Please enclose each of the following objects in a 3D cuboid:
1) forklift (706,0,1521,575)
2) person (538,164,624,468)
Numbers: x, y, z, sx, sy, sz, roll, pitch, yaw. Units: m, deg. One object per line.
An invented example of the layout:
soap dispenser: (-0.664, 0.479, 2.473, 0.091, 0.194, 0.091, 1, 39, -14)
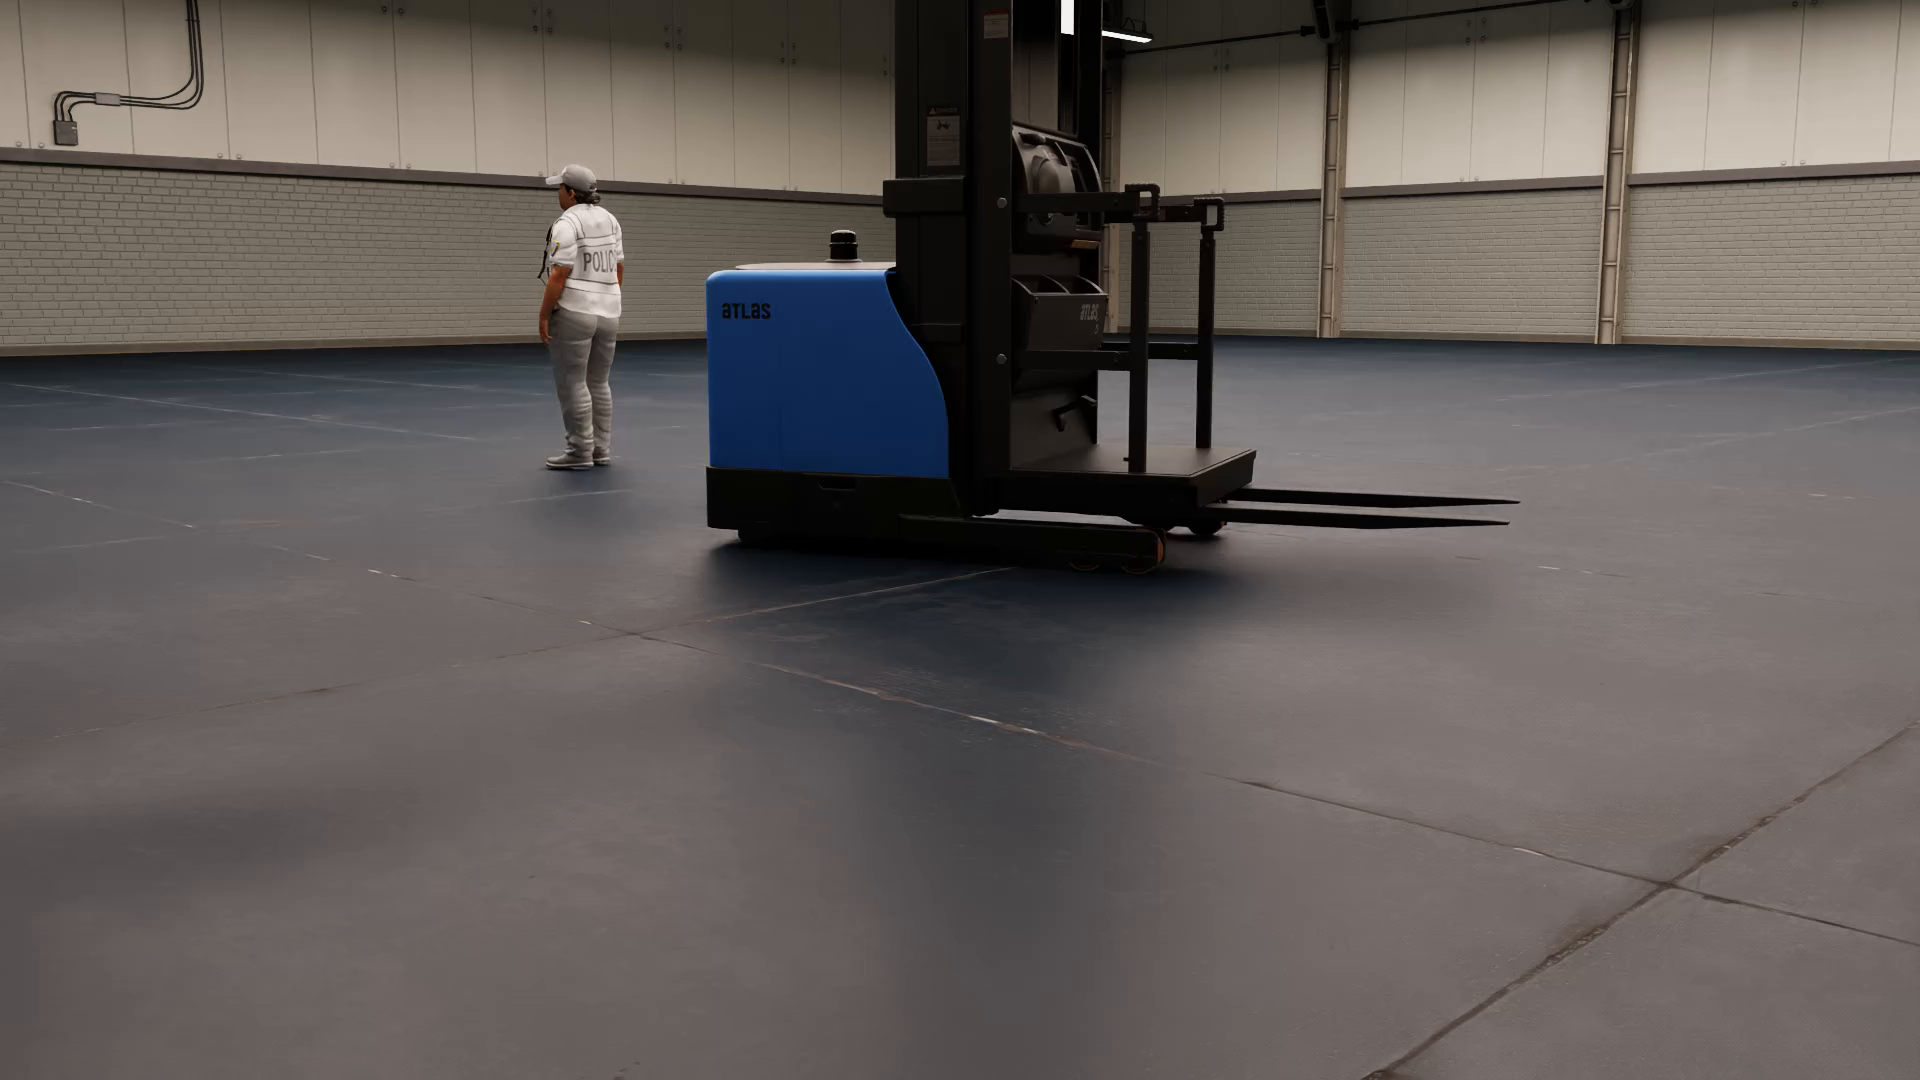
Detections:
forklift: (0.565, -1.416, 6.275, 3.031, 2.935, 1.130, 3, 9, 22)
person: (-2.160, -1.237, 9.293, 0.529, 1.670, 0.598, 5, 10, 30)
